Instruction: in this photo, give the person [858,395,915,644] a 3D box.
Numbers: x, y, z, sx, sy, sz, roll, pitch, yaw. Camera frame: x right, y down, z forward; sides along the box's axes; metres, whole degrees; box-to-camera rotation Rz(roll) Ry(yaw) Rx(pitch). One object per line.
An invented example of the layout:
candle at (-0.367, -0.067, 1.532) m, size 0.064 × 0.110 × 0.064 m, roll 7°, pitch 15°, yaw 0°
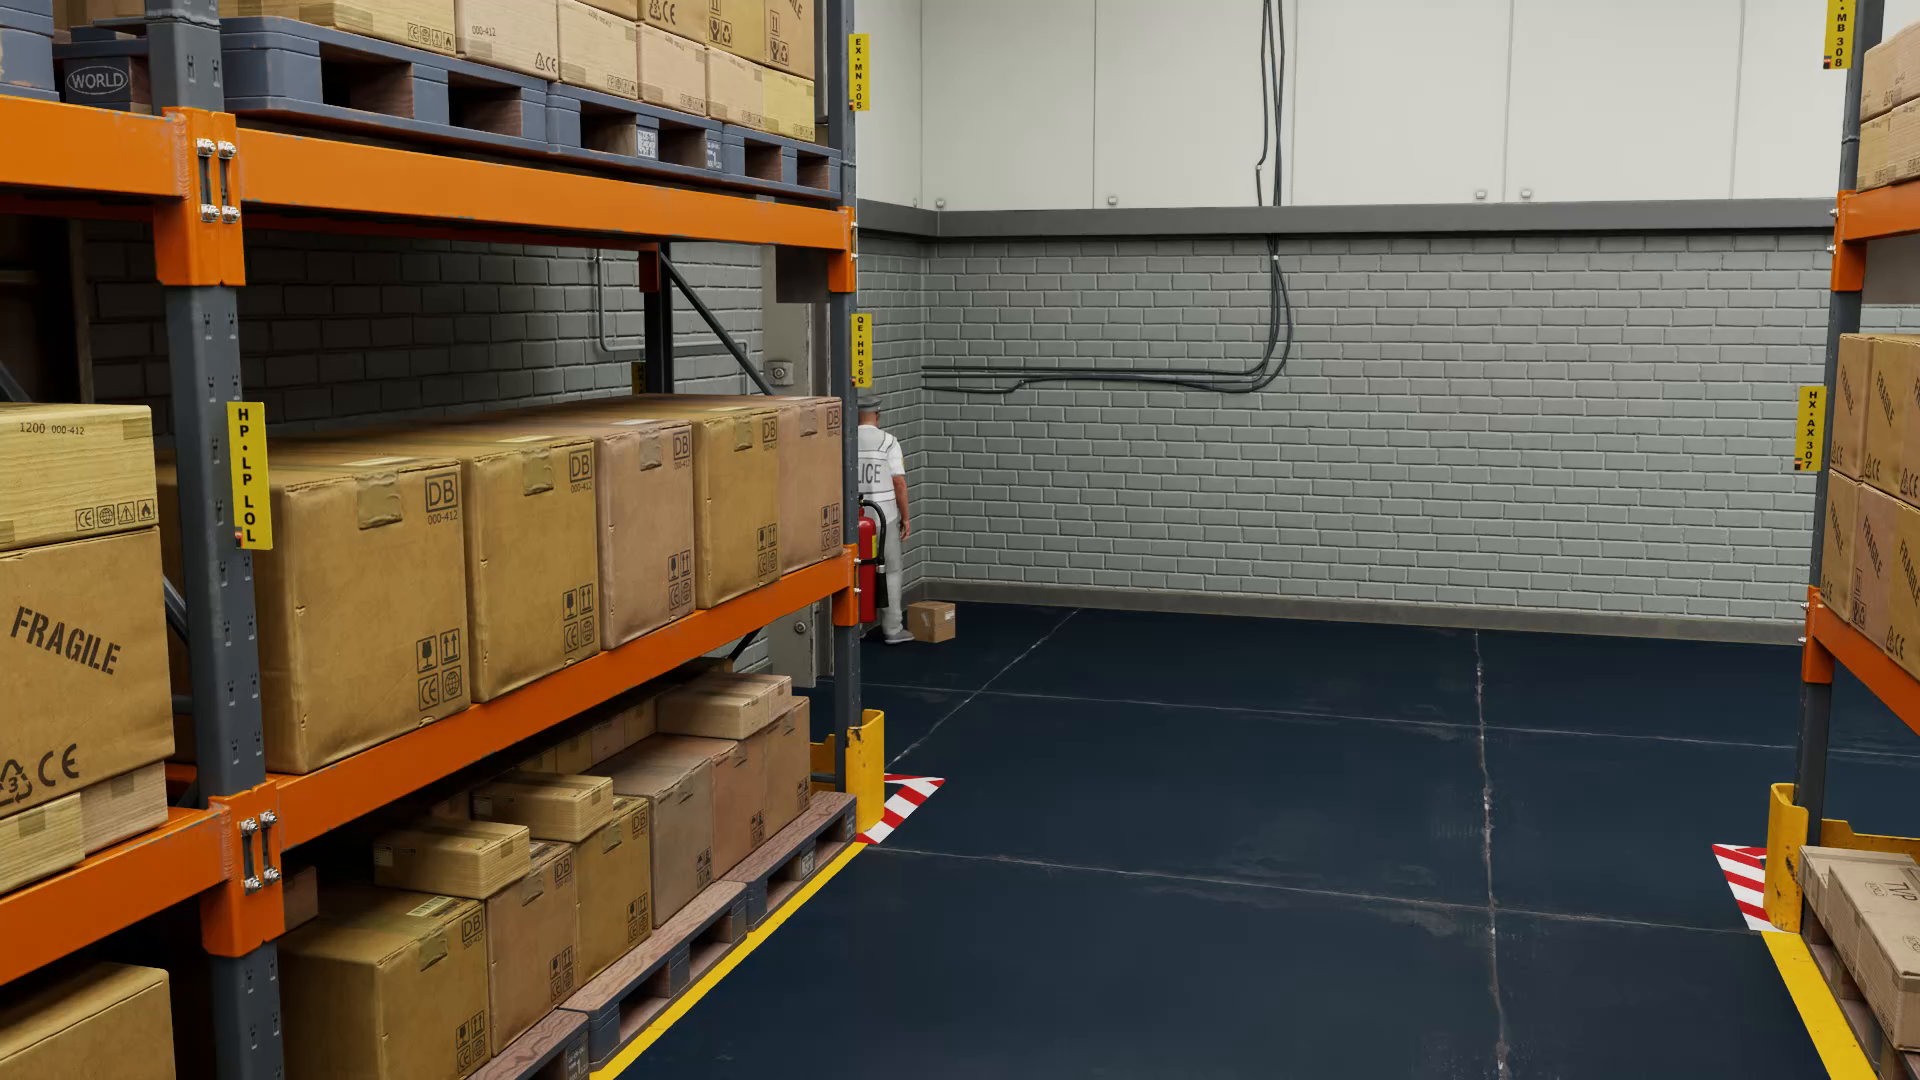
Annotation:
person at (-0.646, -0.141, 11.762) m, size 0.607 × 1.751 × 0.431 m, roll 2°, pitch 8°, yaw 13°
